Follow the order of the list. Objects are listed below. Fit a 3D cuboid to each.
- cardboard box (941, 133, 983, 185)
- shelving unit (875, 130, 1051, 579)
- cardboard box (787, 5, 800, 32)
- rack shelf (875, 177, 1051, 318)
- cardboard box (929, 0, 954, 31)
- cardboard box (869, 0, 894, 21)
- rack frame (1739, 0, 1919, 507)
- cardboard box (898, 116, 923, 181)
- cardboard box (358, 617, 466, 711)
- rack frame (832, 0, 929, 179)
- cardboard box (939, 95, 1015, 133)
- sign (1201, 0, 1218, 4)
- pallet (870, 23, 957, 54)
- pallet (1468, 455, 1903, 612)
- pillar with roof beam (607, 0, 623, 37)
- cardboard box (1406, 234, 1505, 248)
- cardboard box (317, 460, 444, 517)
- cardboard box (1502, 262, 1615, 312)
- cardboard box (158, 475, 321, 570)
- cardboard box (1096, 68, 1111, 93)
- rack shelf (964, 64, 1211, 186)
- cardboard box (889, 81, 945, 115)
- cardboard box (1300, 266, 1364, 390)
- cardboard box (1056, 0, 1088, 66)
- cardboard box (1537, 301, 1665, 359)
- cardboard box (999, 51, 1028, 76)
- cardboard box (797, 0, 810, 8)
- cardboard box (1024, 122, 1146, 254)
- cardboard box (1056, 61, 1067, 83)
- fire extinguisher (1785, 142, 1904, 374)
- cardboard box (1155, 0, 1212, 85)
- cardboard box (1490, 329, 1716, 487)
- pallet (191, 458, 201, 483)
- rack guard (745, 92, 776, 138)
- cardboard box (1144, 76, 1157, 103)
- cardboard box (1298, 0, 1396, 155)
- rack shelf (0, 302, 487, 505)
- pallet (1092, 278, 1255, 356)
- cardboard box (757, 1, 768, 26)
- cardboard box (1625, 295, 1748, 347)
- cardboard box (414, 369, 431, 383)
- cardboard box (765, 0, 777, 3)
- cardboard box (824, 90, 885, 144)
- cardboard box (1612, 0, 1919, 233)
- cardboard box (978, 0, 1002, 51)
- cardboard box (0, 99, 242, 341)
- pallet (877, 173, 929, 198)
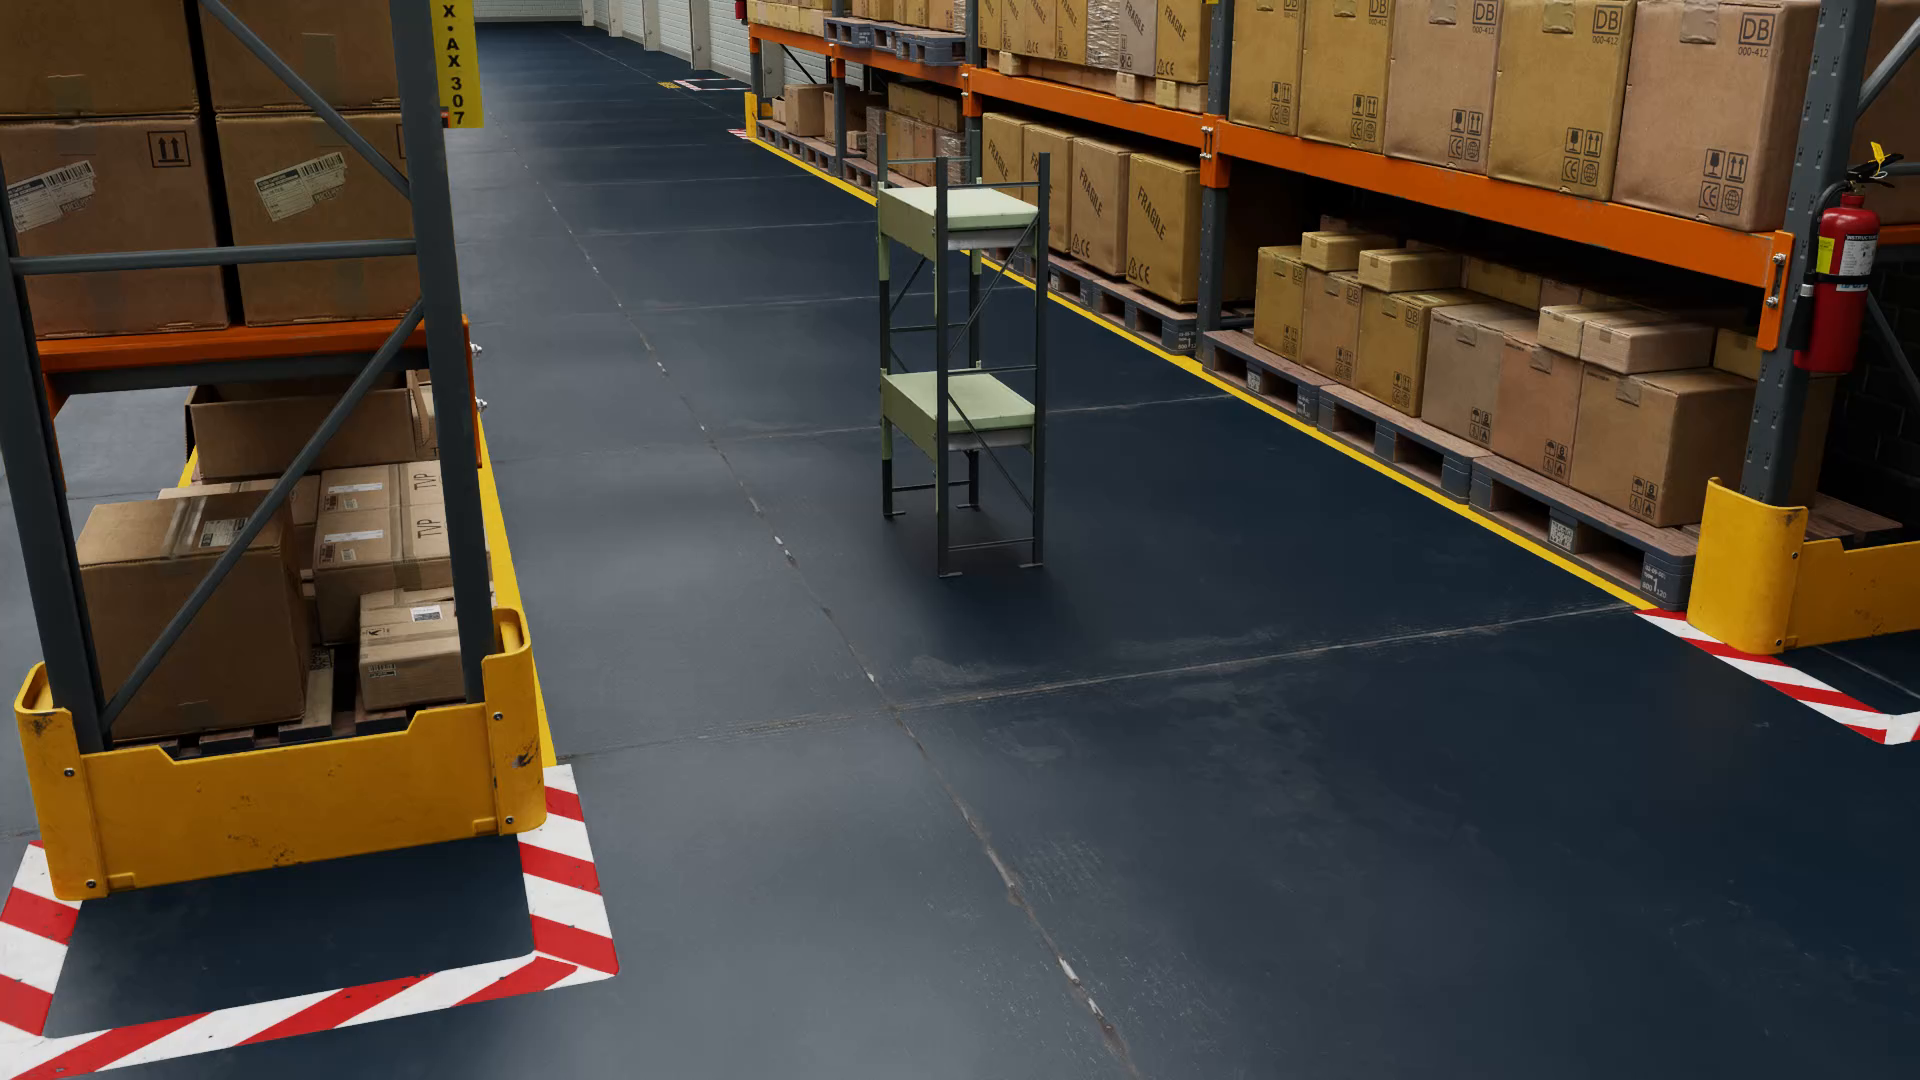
[{"bbox_3d":[0.256,-2.981,13.325,0.700,0.500,0.500,-6,21,-16],"label":"cardboard box"},{"bbox_3d":[-0.002,-0.708,6.169,0.431,1.500,0.755,-6,21,-17],"label":"shelving unit"},{"bbox_3d":[-1.483,-5.387,17.170,0.500,0.250,0.500,-7,21,-18],"label":"cardboard box"},{"bbox_3d":[-0.002,-1.075,6.037,0.431,0.370,0.720,-6,21,-17],"label":"rack shelf"},{"bbox_3d":[0.174,-4.305,13.166,0.700,0.500,0.500,-8,21,-22],"label":"cardboard box"},{"bbox_3d":[-0.429,-4.915,14.865,0.700,0.500,0.500,-4,20,-12],"label":"cardboard box"},{"bbox_3d":[3.047,-1.157,5.201,1.000,3.000,0.127,-6,21,-17],"label":"rack frame"},{"bbox_3d":[-0.146,-3.476,14.703,0.700,0.500,0.500,-6,21,-17],"label":"cardboard box"},{"bbox_3d":[-1.460,0.334,4.616,0.380,0.149,0.250,-6,21,-17],"label":"cardboard box"},{"bbox_3d":[-0.725,-5.008,15.923,1.000,3.000,0.127,-6,21,-17],"label":"rack frame"},{"bbox_3d":[0.137,-3.523,13.726,0.500,0.250,0.500,-6,21,-16],"label":"cardboard box"},{"bbox_3d":[1.277,-2.888,8.424,0.100,0.325,0.005,-6,21,-17],"label":"sign"},{"bbox_3d":[-0.129,-4.265,14.138,1.003,0.211,1.213,-6,21,-17],"label":"pallet"},{"bbox_3d":[2.721,-0.093,6.364,1.003,0.211,1.213,-6,21,-17],"label":"pallet"},{"bbox_3d":[-12.571,-16.227,38.282,9.100,9.000,0.400,-6,21,-17],"label":"pillar with roof beam"},{"bbox_3d":[2.321,-1.331,7.801,0.380,0.149,0.250,-7,21,-19],"label":"cardboard box"},{"bbox_3d":[-1.871,-0.068,5.586,0.500,0.250,0.500,-6,21,-17],"label":"cardboard box"},{"bbox_3d":[2.561,-1.086,7.119,0.380,0.149,0.250,-6,21,-17],"label":"cardboard box"},{"bbox_3d":[-2.330,0.001,5.394,0.500,0.250,0.500,-6,21,-17],"label":"cardboard box"},{"bbox_3d":[1.057,-2.823,10.180,0.380,0.149,0.250,-7,21,-19],"label":"cardboard box"},{"bbox_3d":[1.161,-2.744,10.684,1.077,0.370,4.000,-6,21,-17],"label":"rack shelf"},{"bbox_3d":[-0.336,-4.016,15.099,0.500,0.250,0.500,-7,21,-18],"label":"cardboard box"},{"bbox_3d":[2.082,-1.050,7.978,0.700,0.500,0.500,-7,21,-18],"label":"cardboard box"},{"bbox_3d":[0.924,-3.243,10.391,0.500,0.500,0.500,-6,21,-16],"label":"cardboard box"},{"bbox_3d":[2.437,-0.802,6.328,0.380,0.149,0.250,-6,21,-16],"label":"cardboard box"},{"bbox_3d":[0.490,-3.309,11.535,0.380,0.149,0.250,-6,21,-16],"label":"cardboard box"},{"bbox_3d":[-1.330,-5.578,16.593,0.500,0.500,0.500,-7,21,-18],"label":"cardboard box"},{"bbox_3d":[0.908,-2.379,11.161,0.750,0.750,0.750,-6,21,-17],"label":"cardboard box"},{"bbox_3d":[0.847,-3.076,10.884,0.380,0.149,0.250,-6,21,-16],"label":"cardboard box"},{"bbox_3d":[2.656,-0.848,5.006,0.296,0.674,0.183,-6,21,-17],"label":"fire extinguisher"},{"bbox_3d":[1.405,-2.759,9.042,0.500,0.500,0.500,-7,21,-18],"label":"cardboard box"},{"bbox_3d":[2.574,-0.553,6.596,0.700,0.500,0.500,-6,21,-17],"label":"cardboard box"},{"bbox_3d":[-2.697,-0.381,7.164,1.003,0.211,1.213,-6,21,-17],"label":"pallet"},{"bbox_3d":[-1.958,-5.091,19.851,1.175,0.500,0.348,-6,21,-17],"label":"rack guard"},{"bbox_3d":[1.274,-2.577,9.496,0.380,0.149,0.250,-6,21,-16],"label":"cardboard box"},{"bbox_3d":[2.169,-2.172,7.581,0.980,0.700,0.700,-7,21,-19],"label":"cardboard box"},{"bbox_3d":[-2.283,-0.933,5.641,1.077,0.370,4.000,-6,21,-17],"label":"rack shelf"},{"bbox_3d":[1.475,-1.368,9.914,1.003,0.211,1.213,-6,21,-17],"label":"pallet"},{"bbox_3d":[-1.954,-5.875,18.529,0.500,0.250,0.500,-7,21,-19],"label":"cardboard box"},{"bbox_3d":[2.801,-0.841,6.439,0.380,0.149,0.250,-6,21,-17],"label":"cardboard box"},{"bbox_3d":[-2.464,-0.791,7.229,0.500,0.500,0.500,-6,21,-17],"label":"cardboard box"},{"bbox_3d":[-1.815,-6.072,17.968,0.500,0.500,0.500,-7,21,-19],"label":"cardboard box"},{"bbox_3d":[-1.089,-4.368,17.186,0.500,0.500,0.500,-8,21,-21],"label":"cardboard box"},{"bbox_3d":[2.877,-1.461,5.603,0.980,0.700,0.700,-5,20,-15],"label":"cardboard box"},{"bbox_3d":[0.442,-3.738,11.769,0.500,0.500,0.500,-6,21,-16],"label":"cardboard box"},{"bbox_3d":[-2.054,-0.792,4.035,0.500,0.500,0.500,-6,21,-16],"label":"cardboard box"},{"bbox_3d":[-0.092,-3.054,14.607,1.003,0.211,1.213,-6,21,-17],"label":"pallet"}]
